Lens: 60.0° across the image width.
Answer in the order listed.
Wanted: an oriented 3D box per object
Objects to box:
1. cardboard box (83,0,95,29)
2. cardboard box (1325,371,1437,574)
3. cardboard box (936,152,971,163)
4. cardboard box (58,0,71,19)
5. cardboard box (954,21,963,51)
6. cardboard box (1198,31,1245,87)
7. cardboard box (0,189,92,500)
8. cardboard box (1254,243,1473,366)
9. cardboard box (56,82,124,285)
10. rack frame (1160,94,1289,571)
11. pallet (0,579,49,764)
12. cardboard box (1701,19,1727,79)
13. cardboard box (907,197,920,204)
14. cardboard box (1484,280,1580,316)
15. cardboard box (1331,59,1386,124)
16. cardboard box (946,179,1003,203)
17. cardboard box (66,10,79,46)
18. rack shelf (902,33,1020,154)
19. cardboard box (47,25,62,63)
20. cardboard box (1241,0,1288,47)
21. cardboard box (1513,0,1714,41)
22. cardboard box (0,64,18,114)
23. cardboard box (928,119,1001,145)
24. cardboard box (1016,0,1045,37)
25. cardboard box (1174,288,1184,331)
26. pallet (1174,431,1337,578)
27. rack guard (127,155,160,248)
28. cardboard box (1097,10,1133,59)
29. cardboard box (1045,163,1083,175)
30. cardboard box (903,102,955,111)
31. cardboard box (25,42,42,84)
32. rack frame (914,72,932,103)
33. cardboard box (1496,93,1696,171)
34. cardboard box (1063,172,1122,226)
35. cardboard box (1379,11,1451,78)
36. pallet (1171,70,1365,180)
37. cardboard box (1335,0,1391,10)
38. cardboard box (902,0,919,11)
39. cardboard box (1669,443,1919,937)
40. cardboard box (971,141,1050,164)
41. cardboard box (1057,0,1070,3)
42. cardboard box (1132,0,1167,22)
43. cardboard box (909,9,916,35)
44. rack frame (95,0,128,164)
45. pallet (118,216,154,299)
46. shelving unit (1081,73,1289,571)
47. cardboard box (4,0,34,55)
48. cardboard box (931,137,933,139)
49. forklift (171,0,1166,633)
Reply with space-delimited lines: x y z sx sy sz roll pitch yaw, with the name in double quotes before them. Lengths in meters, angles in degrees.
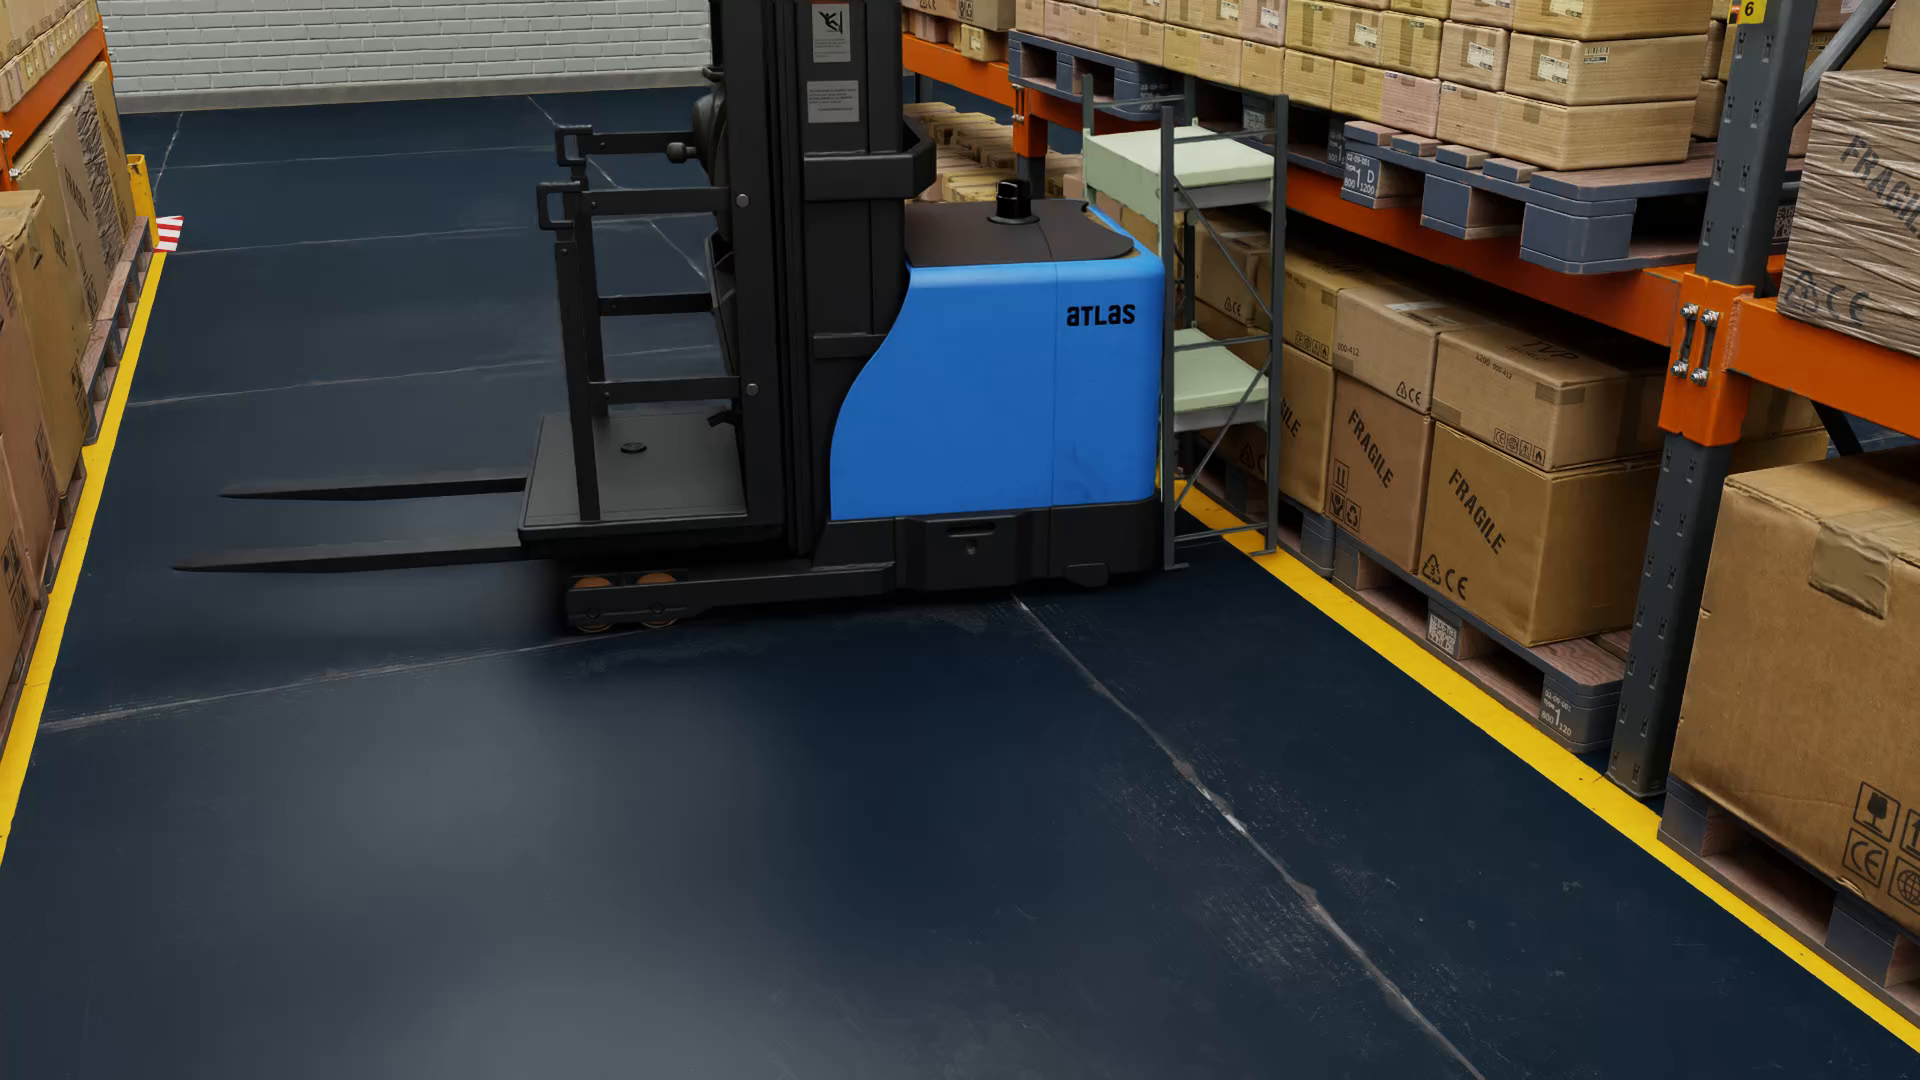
"cardboard box" -4.822 -2.782 8.813 0.380 0.149 0.250 -8 24 -18
"cardboard box" 1.496 -0.248 5.153 0.500 0.500 0.500 -7 24 -17
"cardboard box" -0.159 -1.978 8.946 0.380 0.149 0.250 -9 25 -21
"cardboard box" -4.571 -2.636 7.951 0.500 0.250 0.500 -9 25 -21
"cardboard box" 0.189 -2.407 7.922 0.380 0.149 0.250 -7 24 -17
"cardboard box" 1.001 -1.573 5.402 0.380 0.149 0.250 -10 25 -21
"cardboard box" -3.691 -0.608 5.525 1.225 0.875 0.875 -8 24 -19
"cardboard box" 1.313 -0.782 5.456 0.500 0.250 0.500 -8 24 -18
"cardboard box" -4.726 -1.739 8.208 0.875 0.875 0.875 -8 24 -19
"rack frame" 0.825 -0.617 5.229 0.400 1.500 0.023 -9 24 -12
"pallet" -3.158 0.376 4.587 1.003 0.211 1.213 -8 24 -19
"cardboard box" 2.072 -1.330 4.443 0.380 0.149 0.250 -7 24 -16
"cardboard box" -0.068 -1.841 9.003 0.380 0.149 0.250 -10 25 -21
"cardboard box" 1.957 -0.669 5.187 0.500 0.250 0.500 -9 24 -20
"cardboard box" 1.287 -1.283 4.714 0.380 0.149 0.250 -9 24 -20
"cardboard box" 0.149 -1.691 8.265 0.380 0.149 0.250 -9 24 -19
"cardboard box" -4.553 -2.506 8.156 0.380 0.149 0.250 -9 24 -20
"rack shelf" 0.033 -2.662 9.131 1.077 0.370 4.000 -8 24 -19
"cardboard box" -4.281 -2.227 7.495 0.380 0.149 0.250 -9 25 -21
"cardboard box" 1.095 -1.614 5.117 0.380 0.149 0.250 -8 24 -18
"cardboard box" 1.551 -1.281 3.943 0.380 0.149 0.250 -9 25 -21
"cardboard box" -3.729 -1.661 6.151 0.380 0.149 0.250 -8 24 -19
"cardboard box" 0.029 -2.438 10.037 0.380 0.149 0.250 -9 25 -21
"cardboard box" 0.449 -2.139 6.745 0.380 0.149 0.250 -10 25 -22
"cardboard box" 0.941 -0.812 6.492 0.500 0.500 0.500 -7 24 -17
"pallet" 1.451 -0.255 6.084 1.003 0.211 1.213 -8 24 -19
"rack guard" -5.357 -1.933 9.694 1.175 0.500 0.348 -8 24 -19
"cardboard box" 0.725 -1.856 6.074 0.380 0.149 0.250 -8 24 -18
"cardboard box" 0.521 -1.860 8.664 0.380 0.149 0.250 -9 24 -20
"cardboard box" -0.249 -2.717 10.698 0.380 0.149 0.250 -8 24 -18
"cardboard box" -4.010 -1.947 6.831 0.380 0.149 0.250 -9 24 -20
"rack frame" -0.673 -3.720 10.715 1.000 3.000 0.127 -8 24 -19
"cardboard box" 1.549 -1.008 4.061 0.380 0.149 0.250 -8 24 -18
"cardboard box" 0.754 -1.350 6.802 0.500 0.250 0.500 -9 25 -21
"cardboard box" 1.361 -1.337 4.461 0.380 0.149 0.250 -8 24 -18
"pallet" 1.415 -1.439 5.549 1.003 0.211 1.213 -8 24 -19
"cardboard box" 1.274 -1.564 4.615 0.380 0.149 0.250 -8 24 -17
"cardboard box" -0.052 -2.957 8.392 0.500 0.500 0.500 -8 24 -19
"cardboard box" 2.284 0.263 3.619 1.050 0.750 0.750 -9 24 -20
"cardboard box" 0.284 -2.146 9.343 0.380 0.149 0.250 -8 24 -19
"cardboard box" 0.542 -2.182 6.464 0.380 0.149 0.250 -9 24 -20
"cardboard box" 0.824 -1.896 5.786 0.380 0.149 0.250 -7 24 -17
"cardboard box" -0.043 -2.698 8.613 0.380 0.149 0.250 -9 24 -20
"rack frame" -5.349 -3.077 9.187 1.000 3.000 0.127 -8 24 -19
"pallet" -4.993 -1.512 9.065 1.003 0.211 1.213 -8 24 -19
"shelving unit" 0.732 -0.755 5.555 0.431 1.500 0.755 -9 24 -12
"cardboard box" -4.028 -2.079 6.631 0.500 0.250 0.500 -8 24 -19
"cardboard box" -0.372 -2.264 9.623 0.380 0.149 0.250 -7 24 -17
"forklift" -0.928 -1.289 5.034 3.031 2.935 1.130 -4 23 -9
